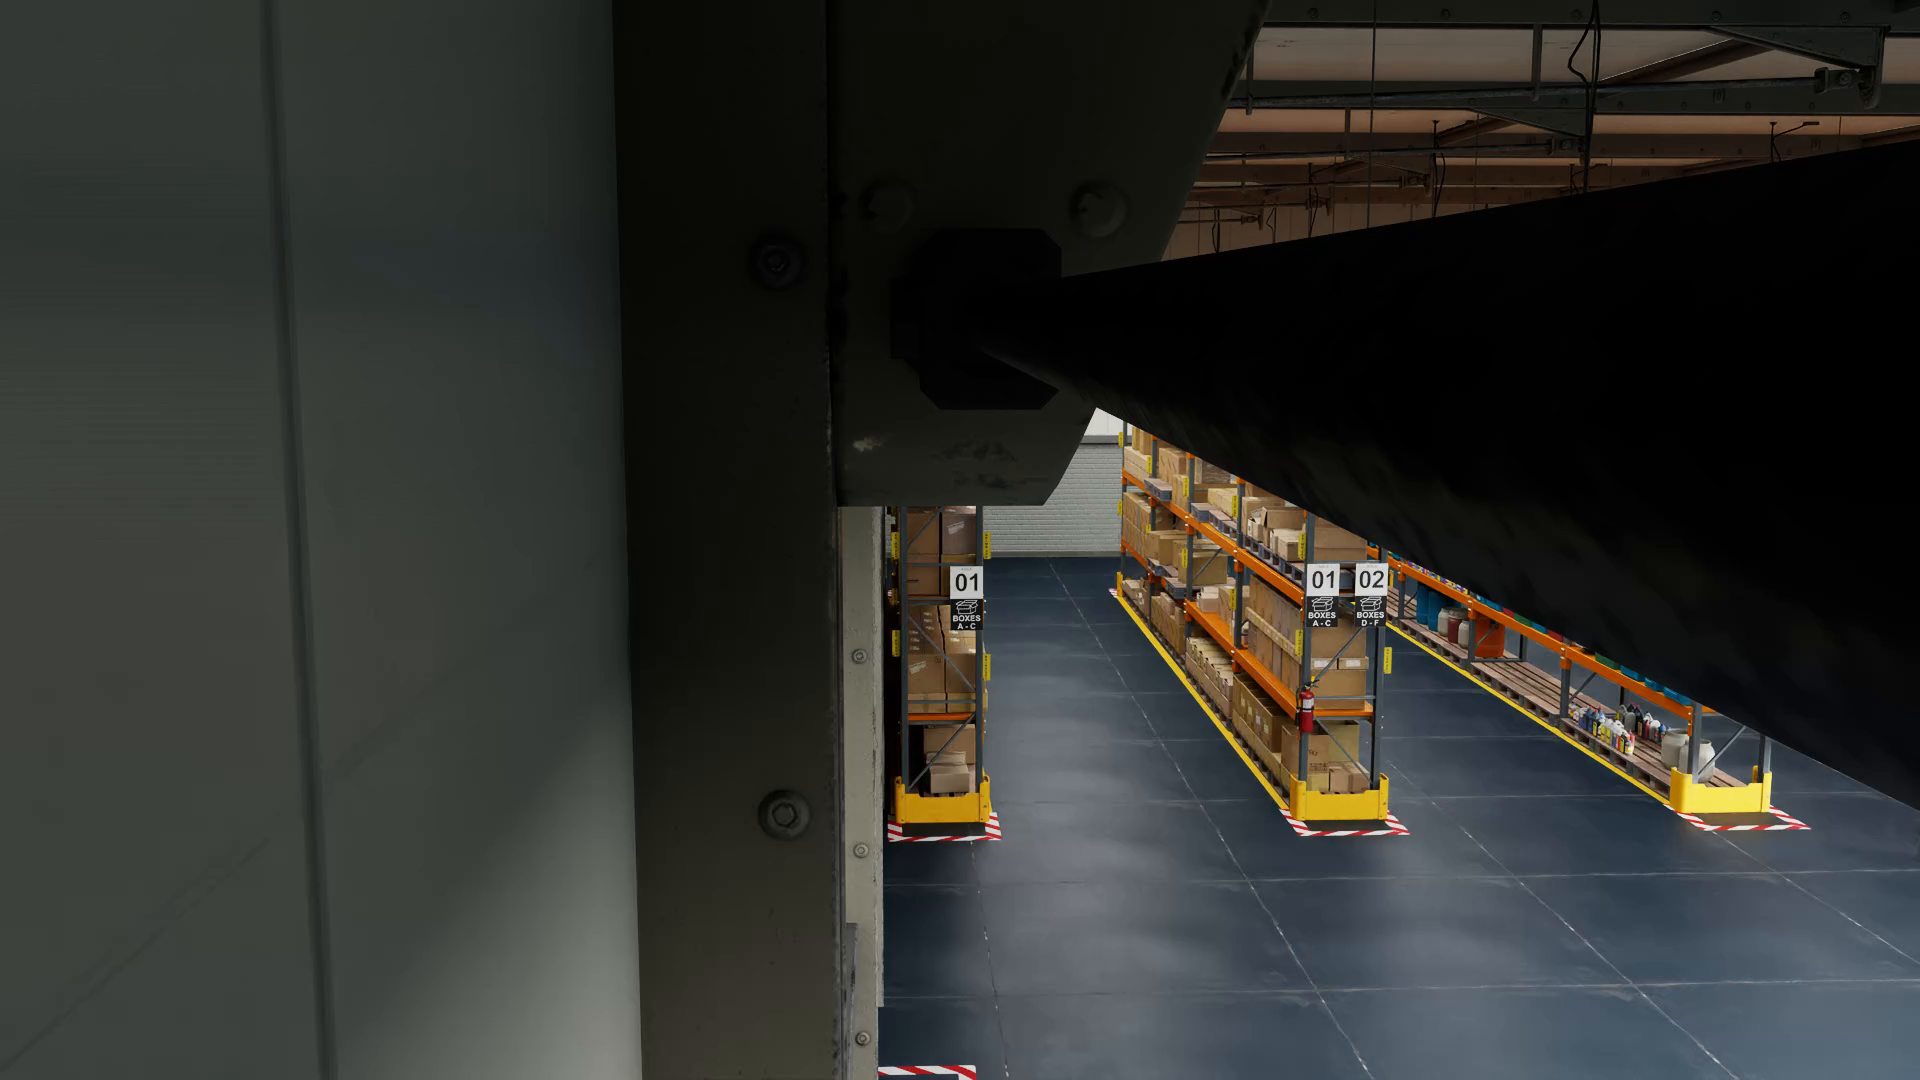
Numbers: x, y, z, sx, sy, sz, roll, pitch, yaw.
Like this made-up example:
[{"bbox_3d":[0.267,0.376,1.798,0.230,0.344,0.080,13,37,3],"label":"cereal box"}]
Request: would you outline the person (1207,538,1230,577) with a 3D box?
[{"bbox_3d":[5.707,0.398,36.834,0.668,1.569,0.522,-7,11,-41],"label":"person"}]
